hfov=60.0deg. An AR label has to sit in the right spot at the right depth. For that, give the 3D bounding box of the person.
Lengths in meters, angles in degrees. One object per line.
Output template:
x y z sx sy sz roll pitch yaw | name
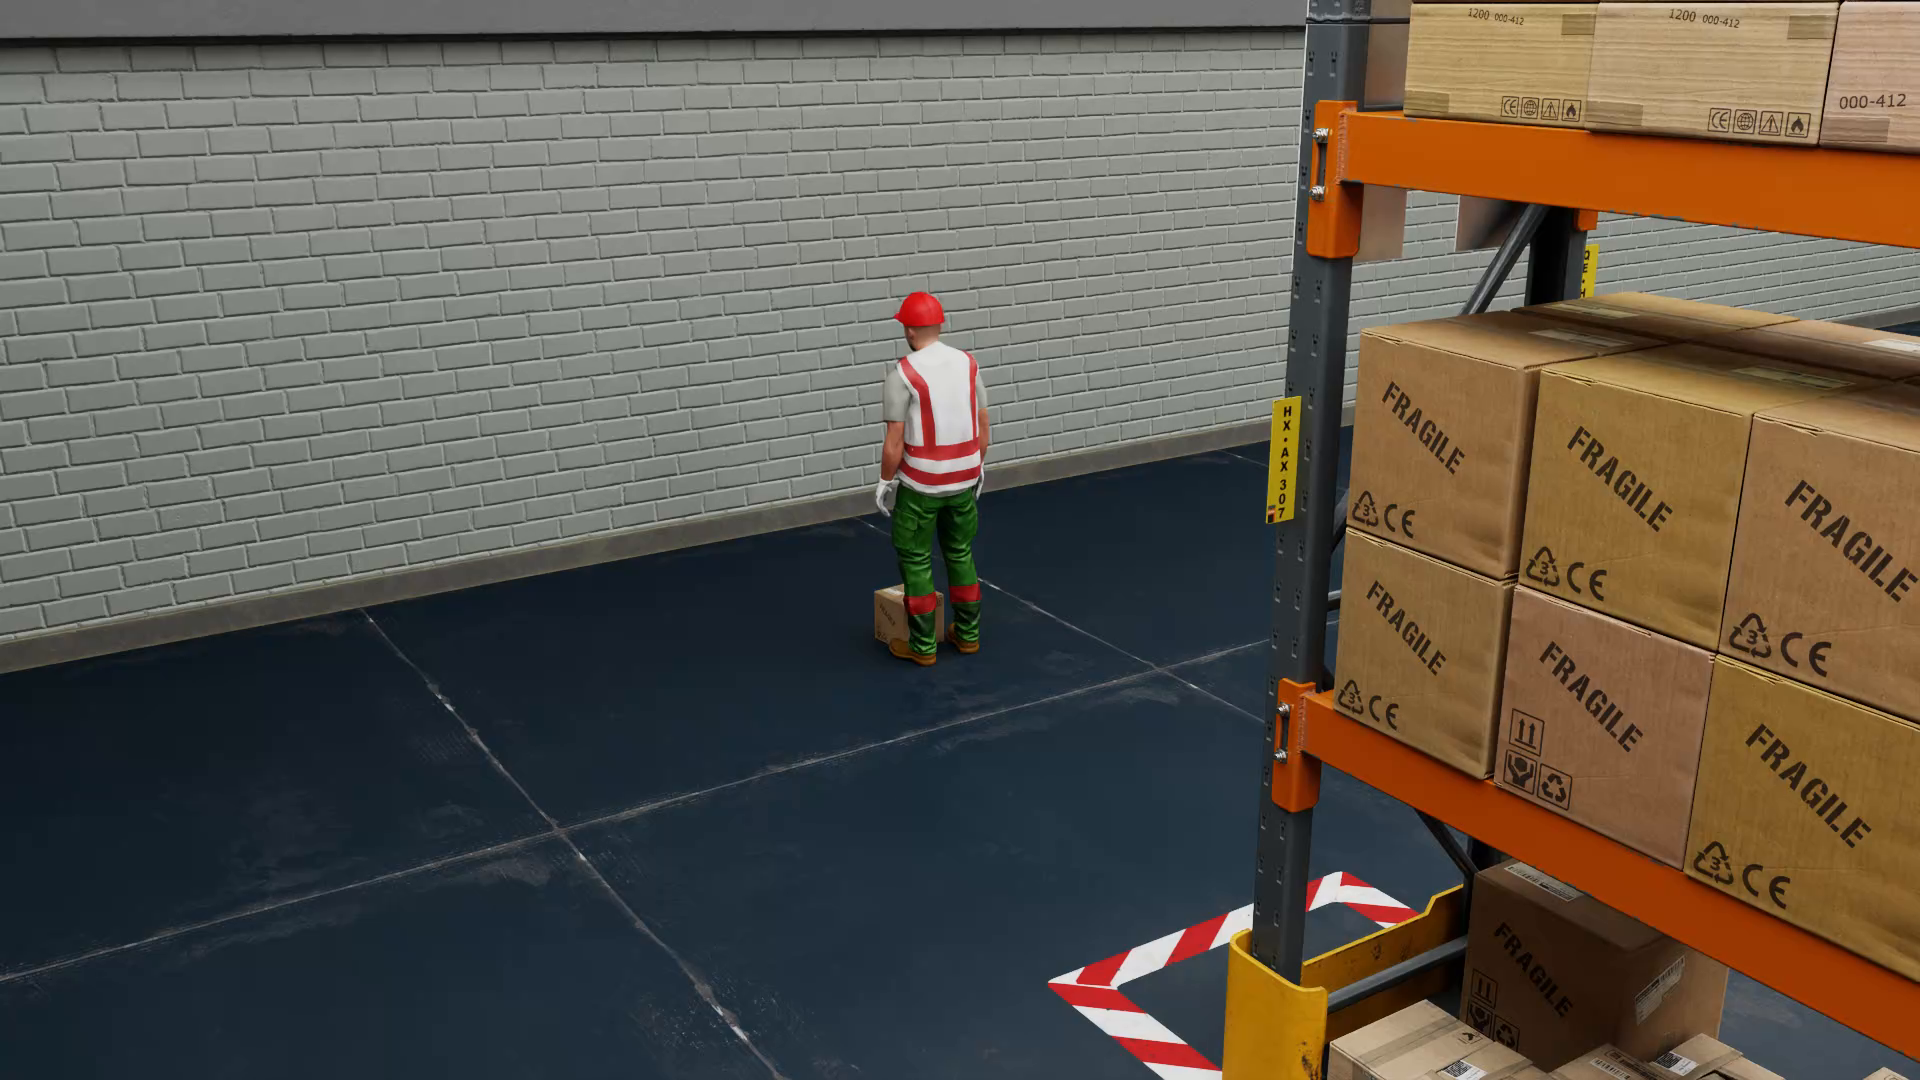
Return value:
-0.131 -0.287 7.918 0.607 1.780 0.449 -11 21 -31 | person
